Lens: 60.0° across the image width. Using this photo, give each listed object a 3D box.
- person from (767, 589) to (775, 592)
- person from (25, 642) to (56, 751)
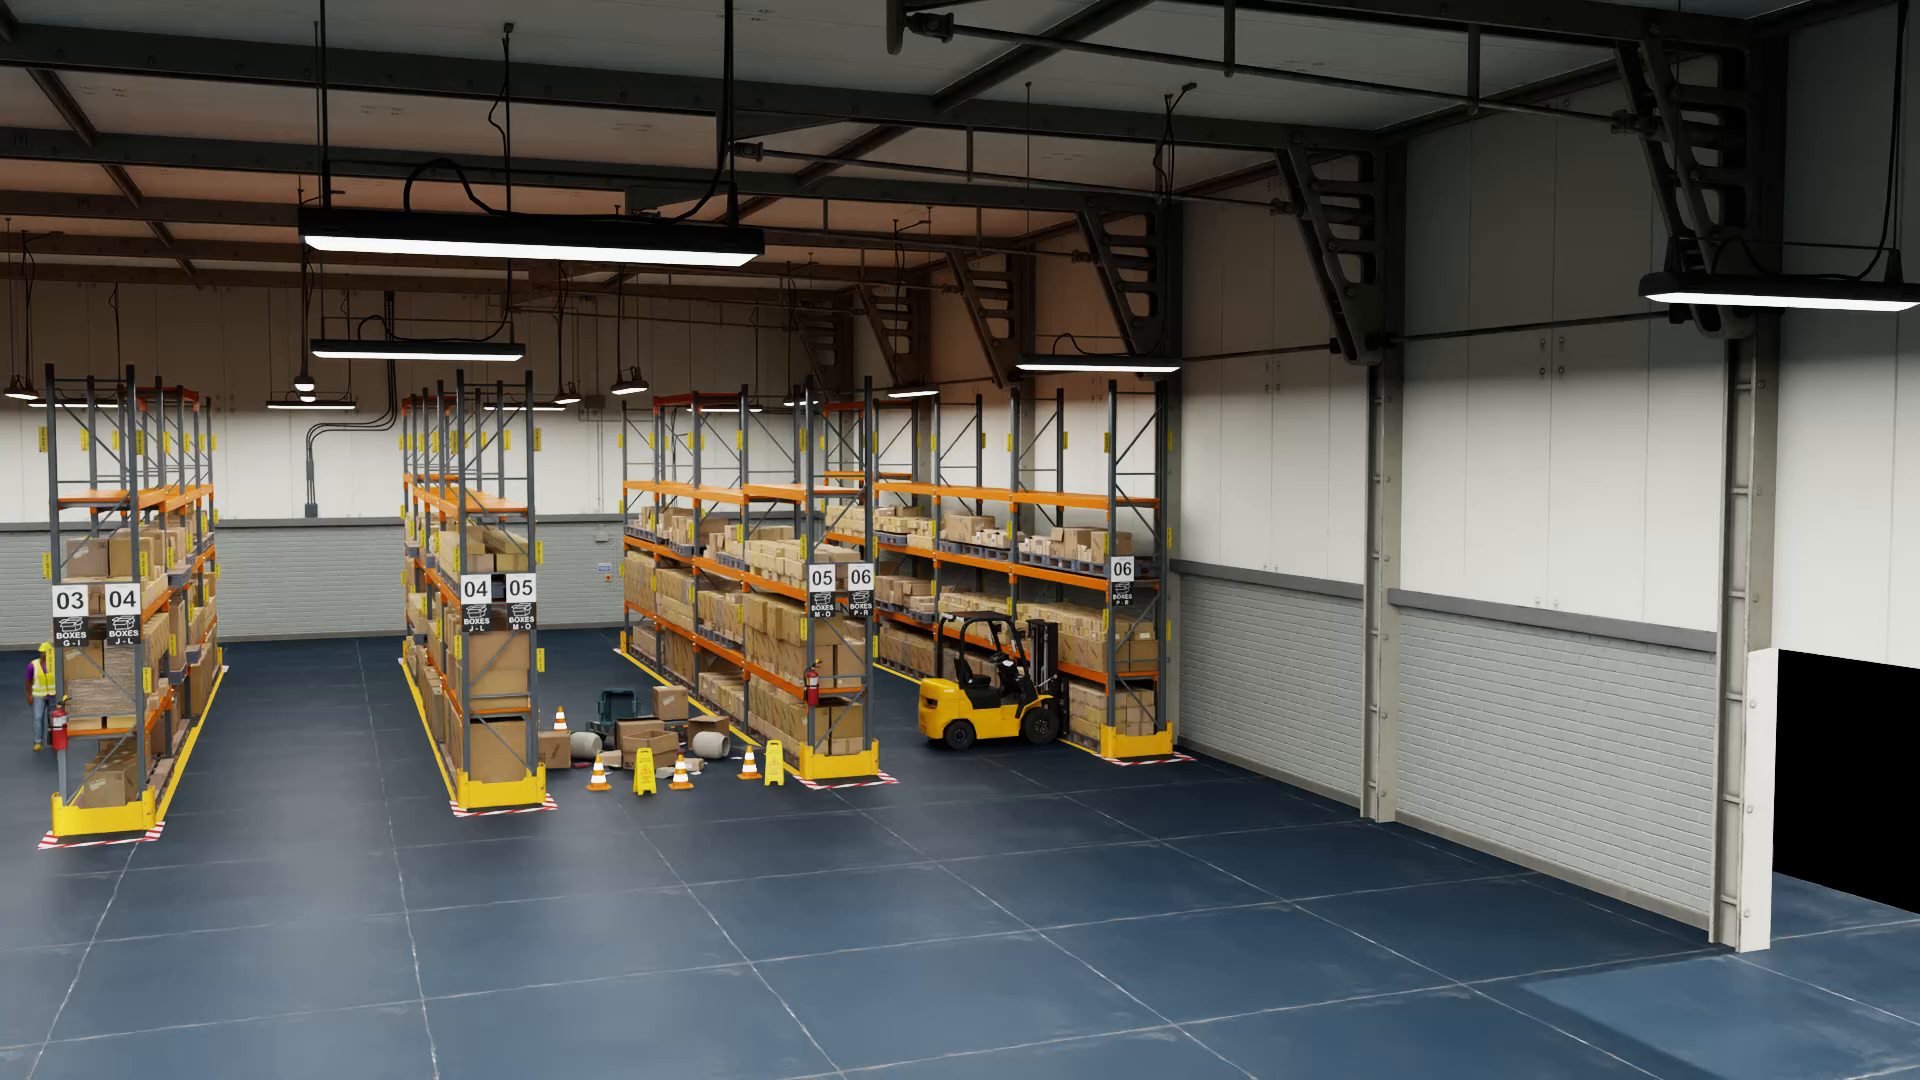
[{"bbox_3d":[-4.756,1.681,42.197,1.197,1.702,0.562,-2,4,-36],"label":"person"},{"bbox_3d":[-14.887,2.531,27.117,0.584,1.712,0.989,-2,4,-34],"label":"person"}]
